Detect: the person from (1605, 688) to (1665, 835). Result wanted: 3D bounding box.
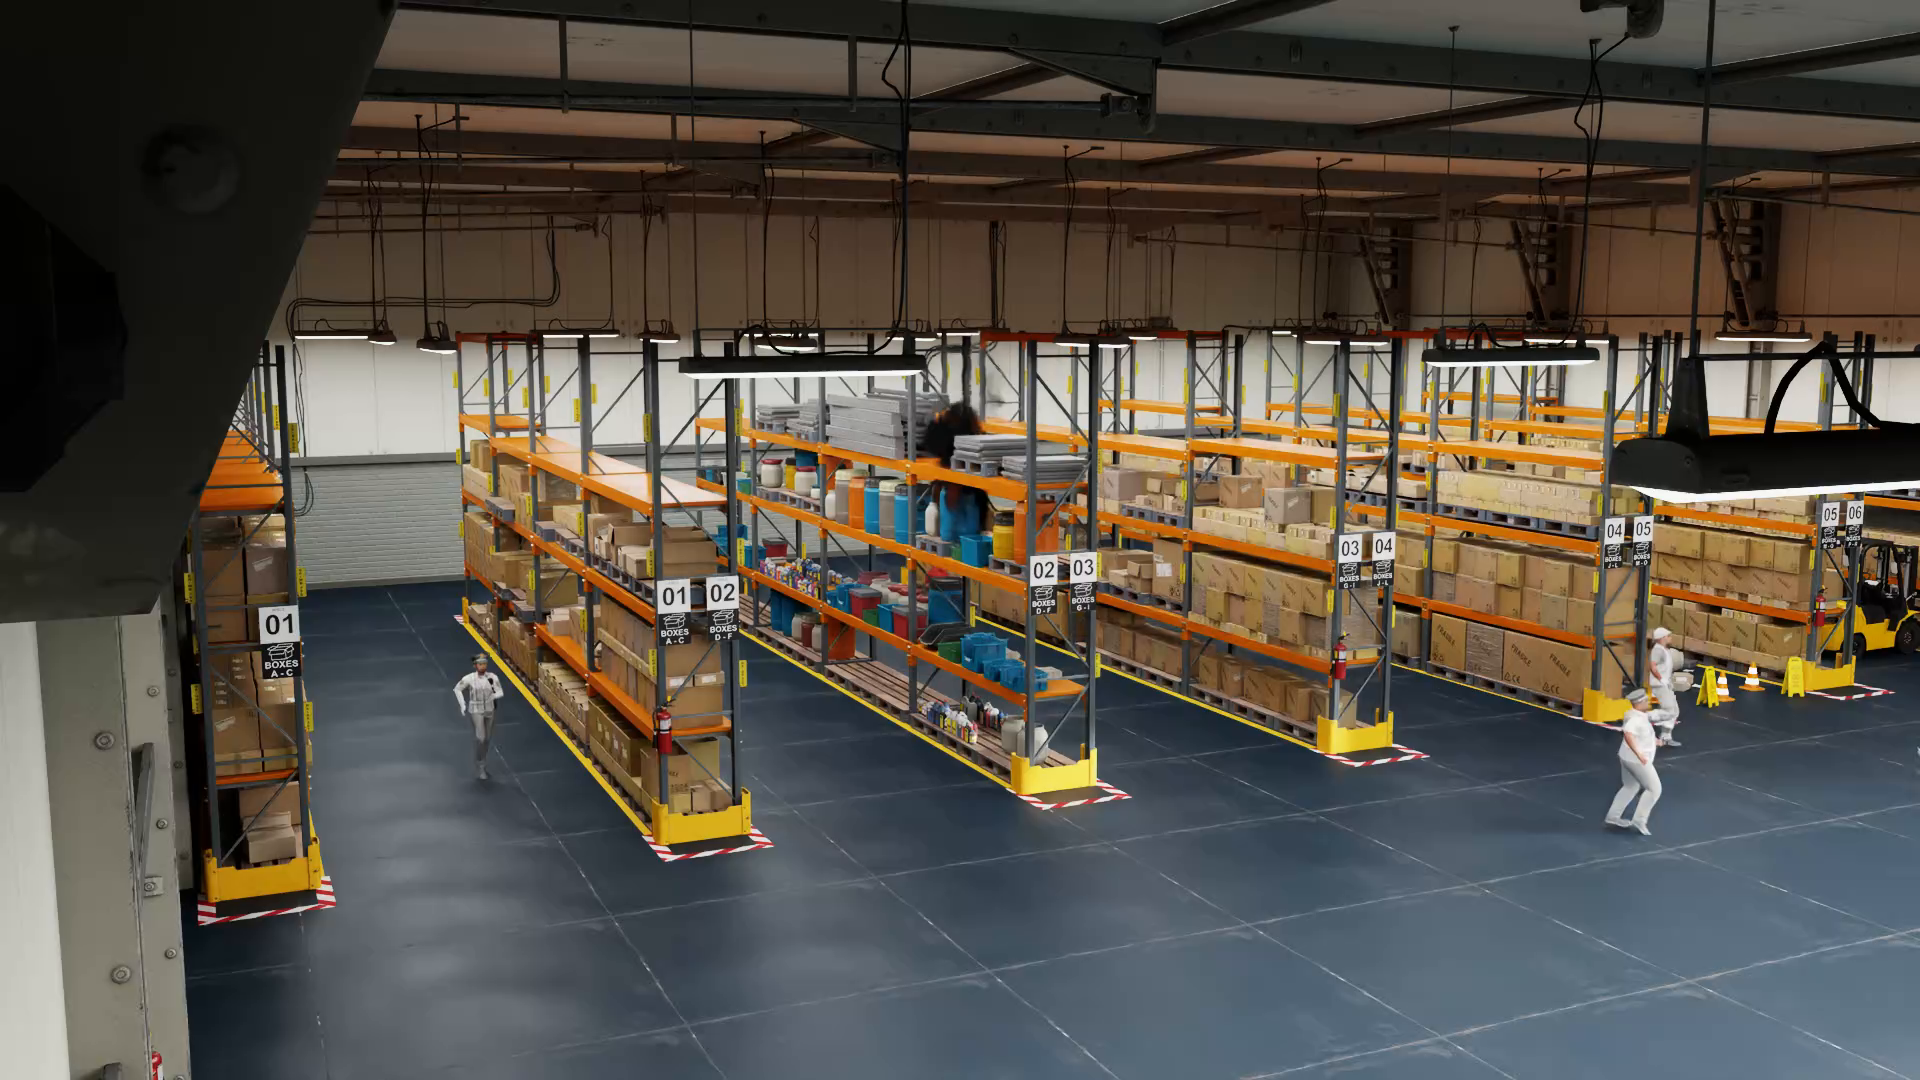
[{"bbox_3d":[8.322,2.738,20.432,0.671,1.858,0.650,1,8,4],"label":"person"}]

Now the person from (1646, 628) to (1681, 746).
[{"bbox_3d":[10.409,2.157,24.724,0.690,1.715,0.704,4,9,25],"label":"person"}]

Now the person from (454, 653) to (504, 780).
[{"bbox_3d":[-6.594,2.418,22.936,0.576,1.744,0.732,-6,10,-36],"label":"person"}]

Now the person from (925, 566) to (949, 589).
[{"bbox_3d":[-0.396,1.143,31.990,0.659,1.720,0.966,-6,10,-38],"label":"person"}]
